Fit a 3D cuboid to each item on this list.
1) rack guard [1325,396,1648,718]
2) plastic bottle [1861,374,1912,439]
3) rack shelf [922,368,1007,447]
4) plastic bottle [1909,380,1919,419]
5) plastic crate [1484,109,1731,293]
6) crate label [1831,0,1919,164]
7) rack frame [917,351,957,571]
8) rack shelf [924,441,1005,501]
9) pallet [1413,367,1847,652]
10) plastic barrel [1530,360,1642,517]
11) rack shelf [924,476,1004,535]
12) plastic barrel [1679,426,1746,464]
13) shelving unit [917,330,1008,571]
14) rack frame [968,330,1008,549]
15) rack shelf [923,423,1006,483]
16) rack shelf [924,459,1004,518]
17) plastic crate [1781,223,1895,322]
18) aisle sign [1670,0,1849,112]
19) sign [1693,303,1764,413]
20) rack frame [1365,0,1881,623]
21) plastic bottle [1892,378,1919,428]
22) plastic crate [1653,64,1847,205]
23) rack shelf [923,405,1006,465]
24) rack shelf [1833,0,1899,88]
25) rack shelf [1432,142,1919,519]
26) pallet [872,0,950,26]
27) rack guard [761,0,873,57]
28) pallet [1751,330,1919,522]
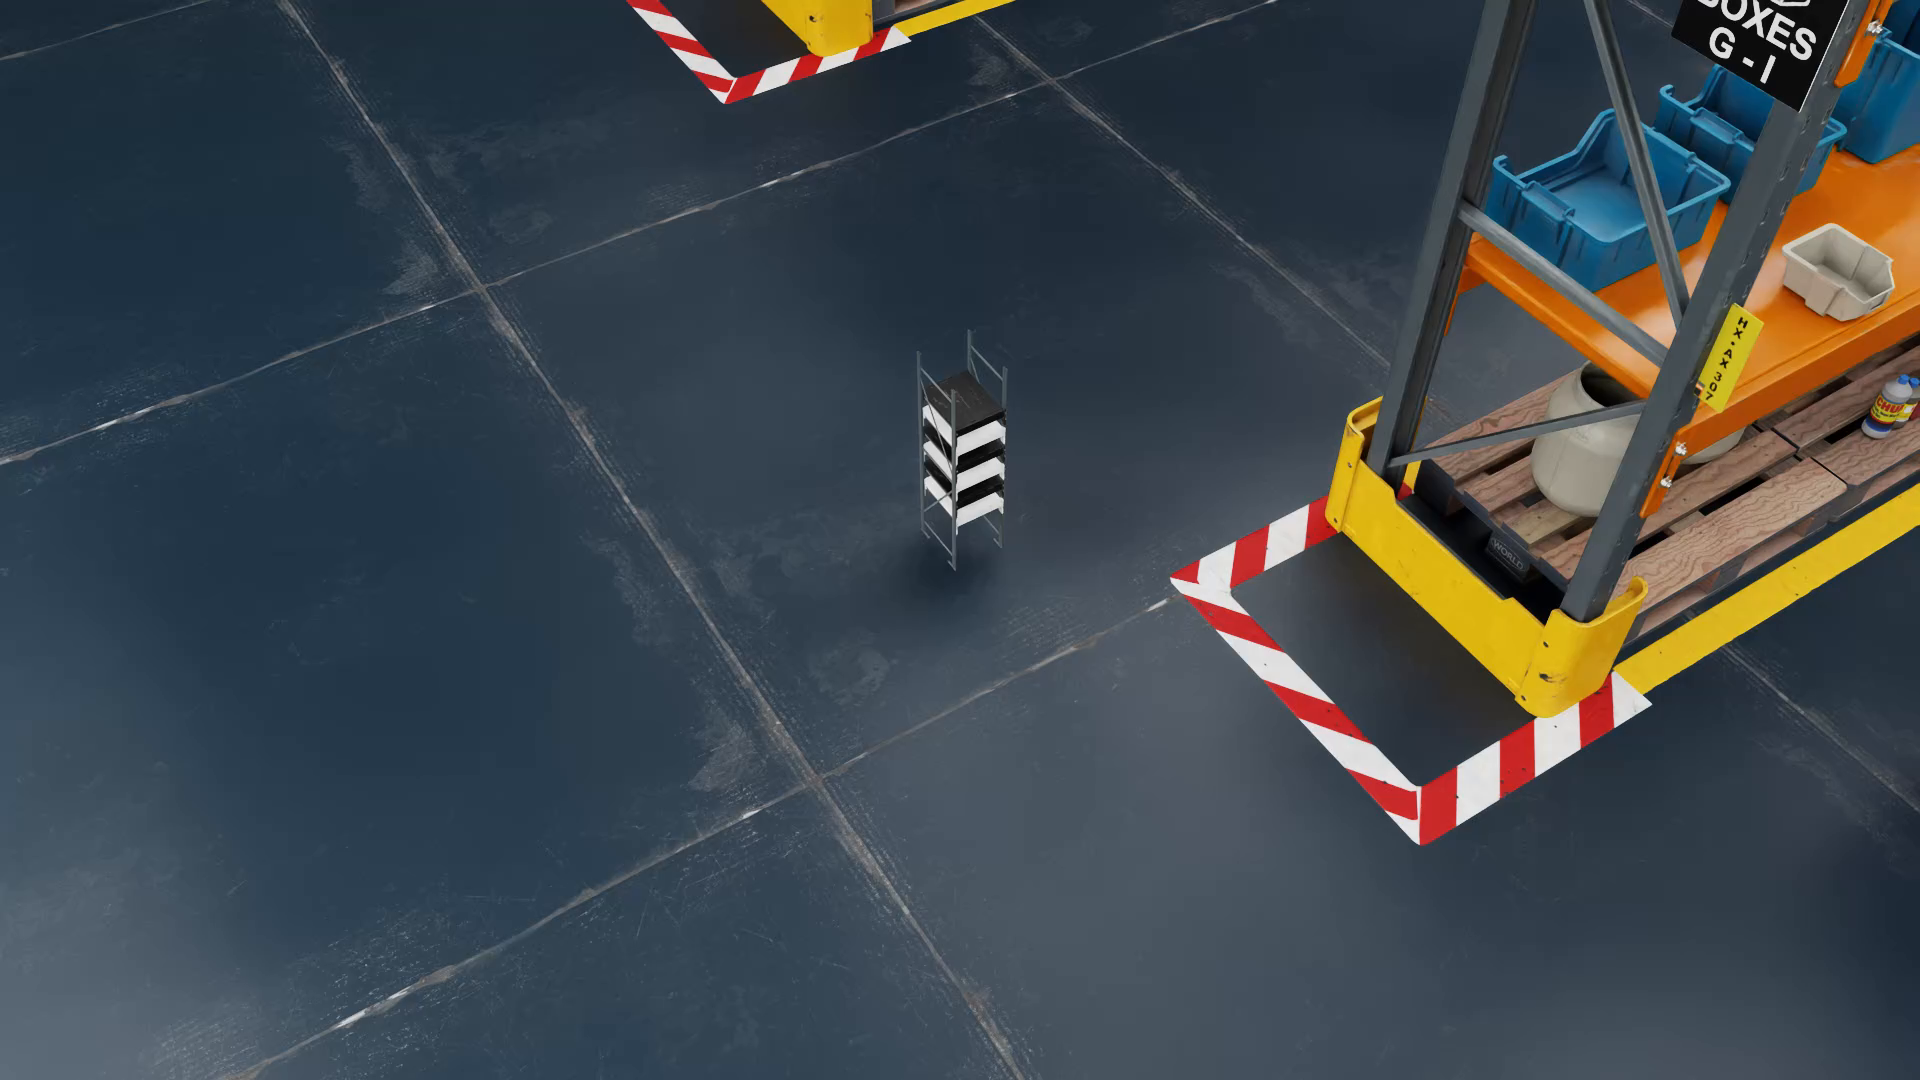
[{"bbox_3d":[1.822,0.026,5.892,0.348,0.500,1.175,-25,53,-21],"label":"rack guard"},{"bbox_3d":[3.482,-0.510,6.228,0.097,0.271,0.097,0,48,0],"label":"plastic bottle"},{"bbox_3d":[0.007,-0.460,5.740,0.200,0.077,0.258,-25,53,-21],"label":"rack shelf"},{"bbox_3d":[3.683,-0.593,6.293,0.133,0.283,0.061,-24,53,-20],"label":"plastic bottle"},{"bbox_3d":[2.046,-1.084,5.307,0.616,0.251,0.499,-25,53,-21],"label":"plastic crate"},{"bbox_3d":[3.195,-1.661,5.697,0.616,0.435,0.502,-25,53,-21],"label":"crate label"},{"bbox_3d":[-0.079,-0.262,5.881,0.006,0.900,0.240,-25,53,-21],"label":"rack frame"},{"bbox_3d":[0.007,-0.280,5.942,0.200,0.077,0.258,-25,53,-21],"label":"rack shelf"},{"bbox_3d":[2.512,-0.198,6.285,1.213,0.211,1.003,-25,53,-21],"label":"pallet"},{"bbox_3d":[2.298,-0.368,5.954,0.421,0.512,0.421,0,48,0],"label":"plastic barrel"},{"bbox_3d":[0.007,-0.161,6.076,0.200,0.077,0.258,-25,53,-21],"label":"rack shelf"},{"bbox_3d":[2.722,-0.568,6.132,0.421,0.512,0.421,0,48,0],"label":"plastic barrel"},{"bbox_3d":[0.007,-0.302,5.917,0.210,0.900,0.258,-25,53,-21],"label":"shelving unit"},{"bbox_3d":[0.093,-0.343,5.953,0.006,0.900,0.240,-25,53,-21],"label":"rack frame"},{"bbox_3d":[0.007,-0.340,5.874,0.200,0.077,0.258,-25,53,-21],"label":"rack shelf"},{"bbox_3d":[0.007,-0.220,6.009,0.200,0.077,0.258,-25,53,-21],"label":"rack shelf"},{"bbox_3d":[2.711,-0.811,5.140,0.250,0.136,0.298,-25,53,-21],"label":"plastic crate"},{"bbox_3d":[1.878,-1.396,3.744,0.004,0.787,0.394,-25,53,-21],"label":"aisle sign"},{"bbox_3d":[2.072,-0.488,4.491,0.005,0.325,0.100,-25,53,-21],"label":"sign"},{"bbox_3d":[1.783,-0.745,4.905,0.127,3.000,1.000,-25,53,-21],"label":"rack frame"},{"bbox_3d":[3.570,-0.528,6.291,0.097,0.201,0.097,0,48,0],"label":"plastic bottle"},{"bbox_3d":[2.598,-1.340,5.534,0.408,0.251,0.499,-25,53,-21],"label":"plastic crate"},{"bbox_3d":[0.007,-0.400,5.807,0.200,0.077,0.258,-25,53,-21],"label":"rack shelf"},{"bbox_3d":[3.474,-2.301,4.763,4.000,0.370,1.077,-25,53,-21],"label":"rack shelf"},{"bbox_3d":[3.474,-1.303,5.884,4.000,0.370,1.077,-25,53,-21],"label":"rack shelf"},{"bbox_3d":[-0.233,-3.279,9.029,1.213,0.211,1.003,-25,53,-21],"label":"pallet"},{"bbox_3d":[-0.878,-3.034,8.618,0.348,0.500,1.175,-25,53,-21],"label":"rack guard"},{"bbox_3d":[3.542,-0.681,6.715,1.213,0.211,1.003,-25,53,-21],"label":"pallet"}]
